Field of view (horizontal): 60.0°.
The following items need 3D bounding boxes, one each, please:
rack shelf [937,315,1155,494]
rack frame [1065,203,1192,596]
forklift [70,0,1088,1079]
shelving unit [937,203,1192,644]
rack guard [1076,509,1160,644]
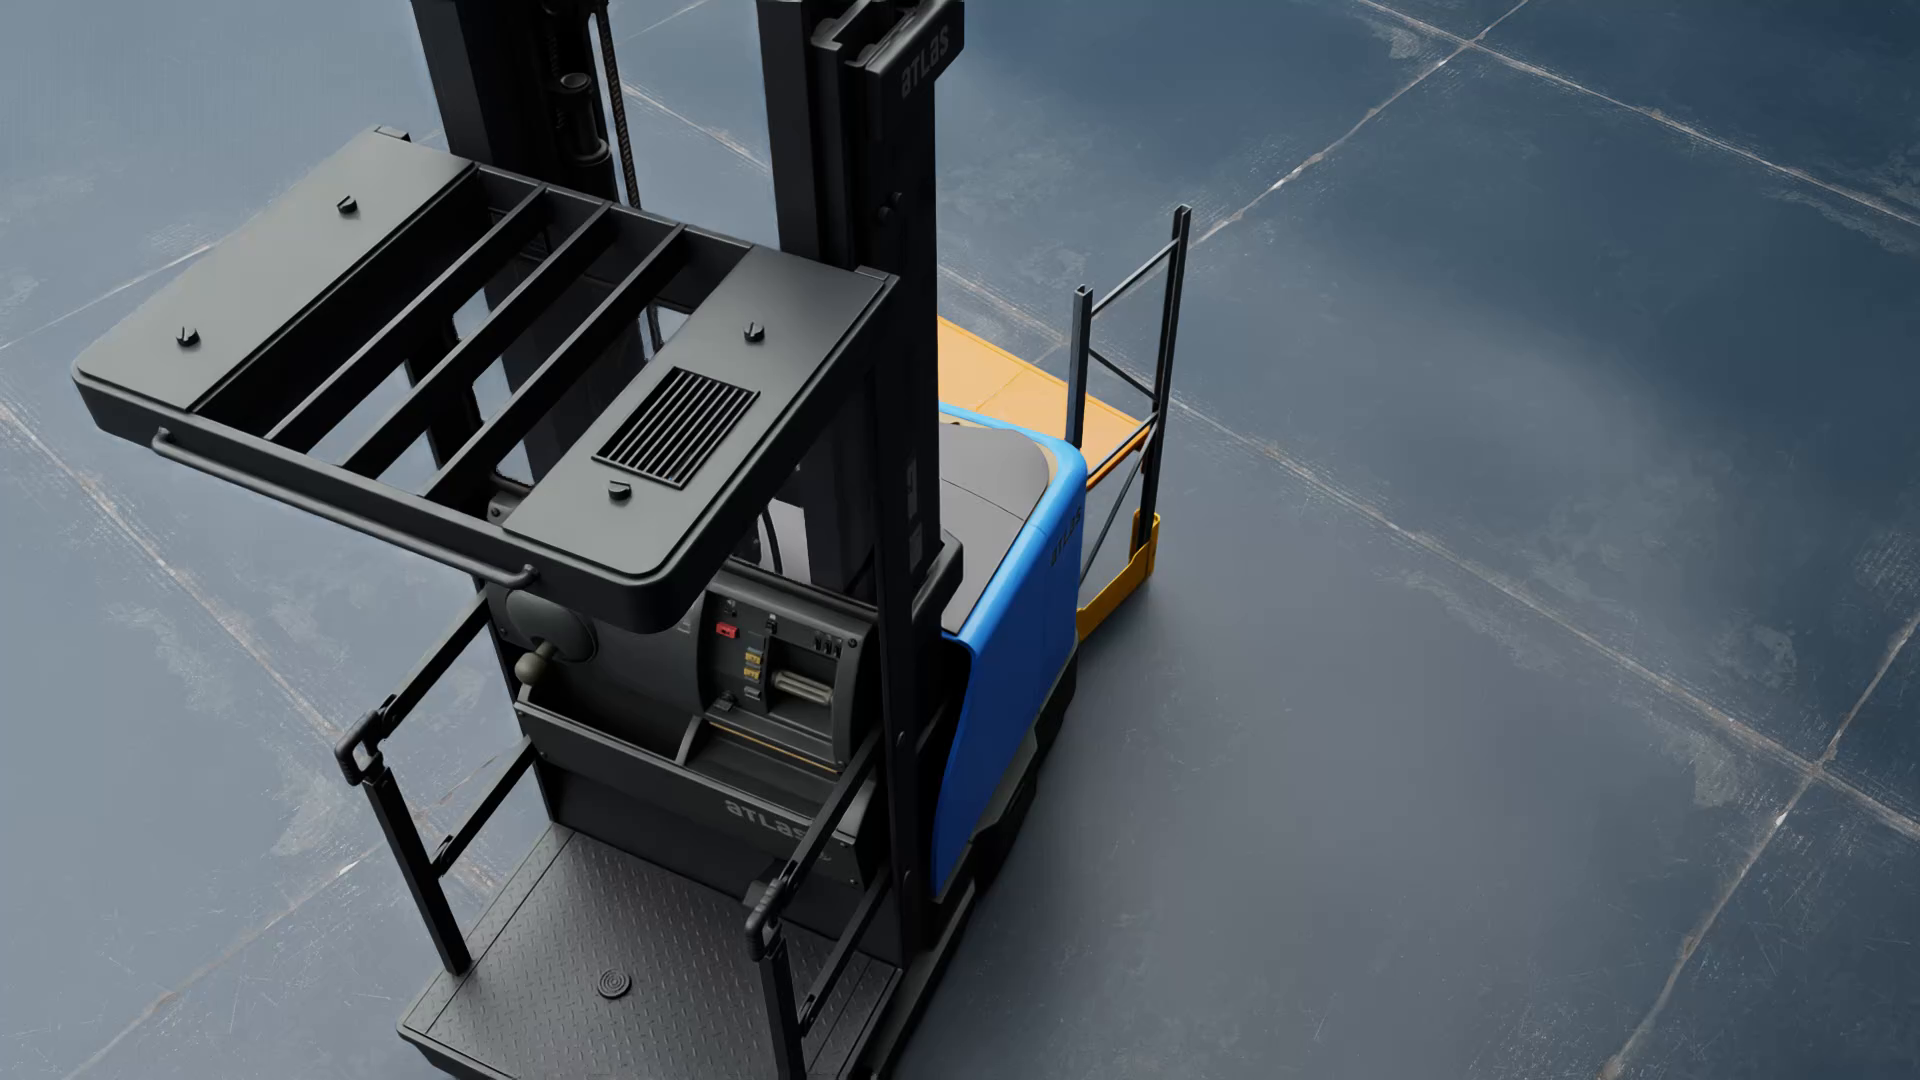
[{"bbox_3d":[0.071,-0.374,5.320,1.000,0.185,0.538,31,54,26],"label":"rack shelf"},{"bbox_3d":[0.464,-0.262,4.968,0.032,1.500,0.500,31,54,26],"label":"rack frame"},{"bbox_3d":[-0.717,0.304,3.454,1.130,2.935,3.031,19,50,17],"label":"forklift"},{"bbox_3d":[0.064,-0.502,5.192,1.083,1.500,0.587,31,54,26],"label":"shelving unit"},{"bbox_3d":[0.449,0.156,5.432,0.087,0.250,0.587,31,54,26],"label":"rack guard"}]
